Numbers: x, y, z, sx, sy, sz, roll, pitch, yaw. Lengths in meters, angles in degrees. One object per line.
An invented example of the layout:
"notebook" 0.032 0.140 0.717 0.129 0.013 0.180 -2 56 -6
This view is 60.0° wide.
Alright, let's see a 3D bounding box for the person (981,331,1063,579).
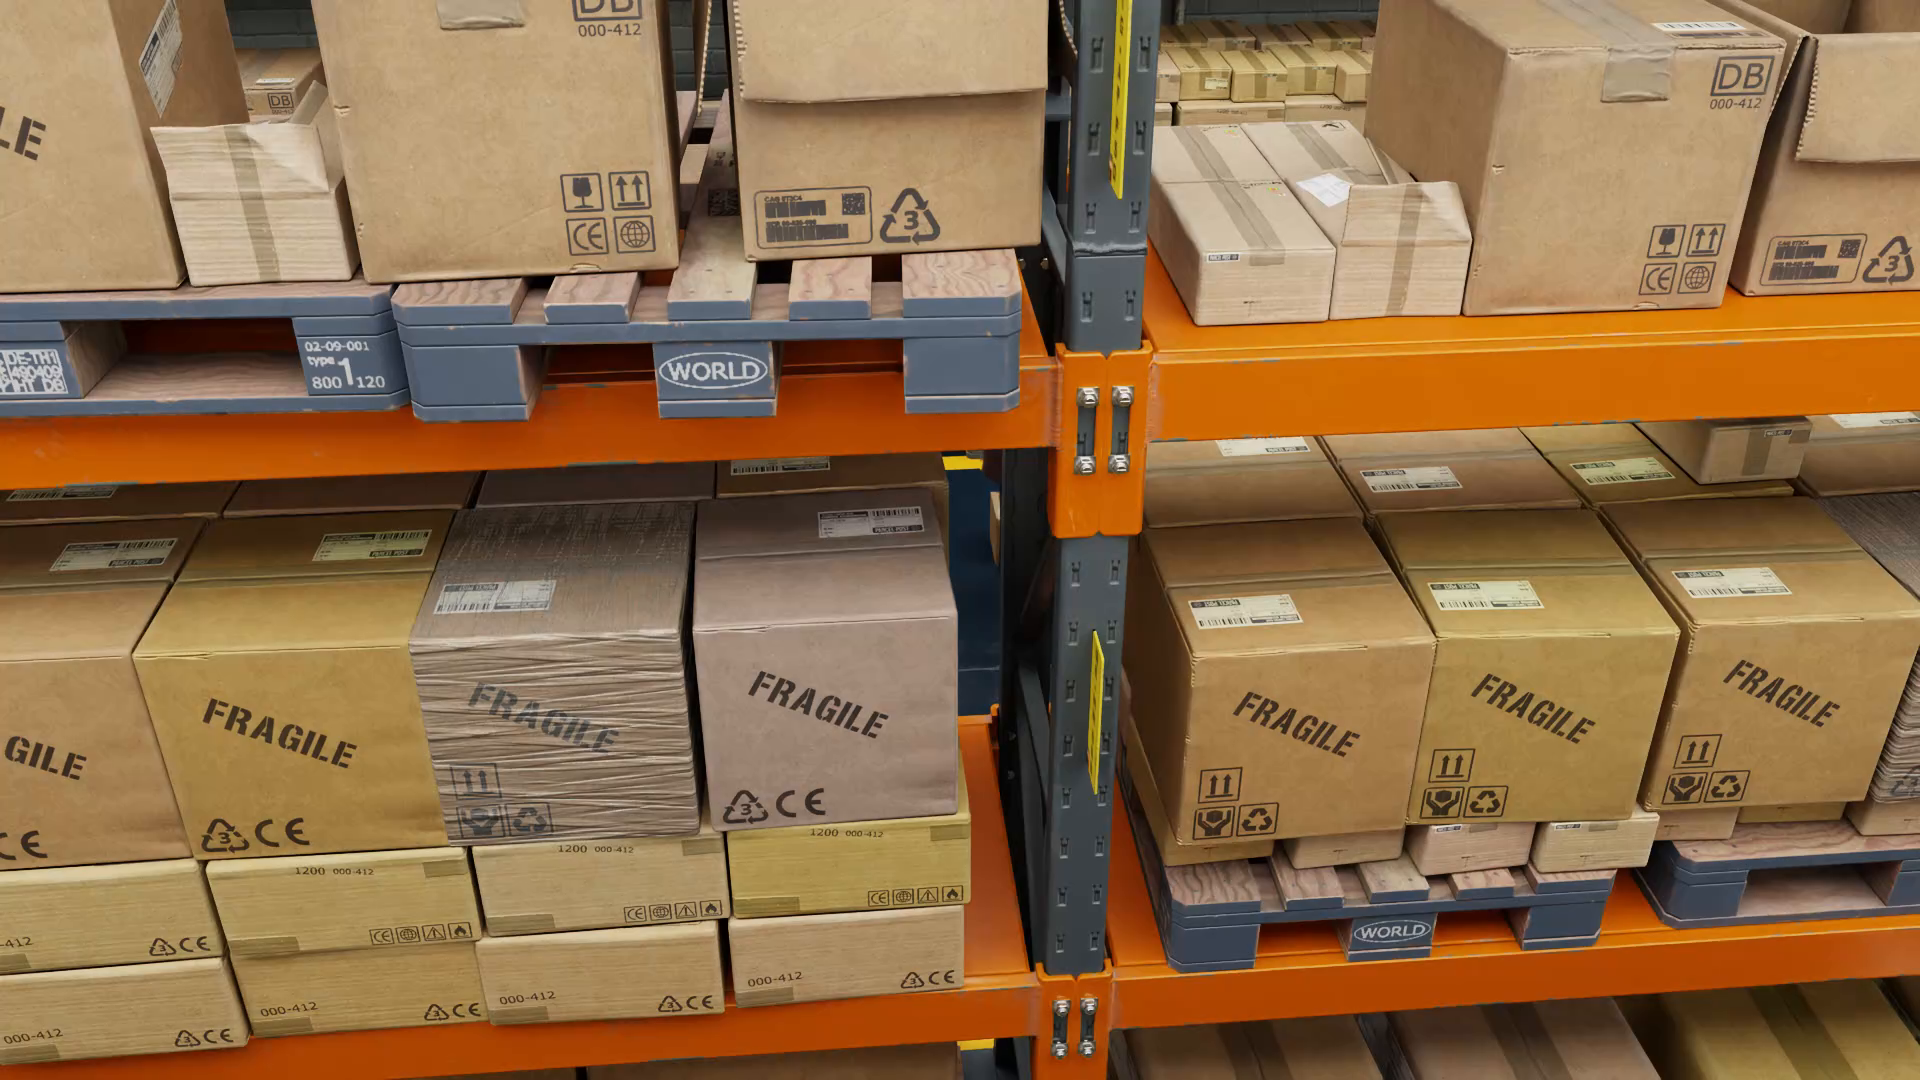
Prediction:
"person" 0.333 -0.510 6.999 0.587 1.799 0.507 -3 31 -5
